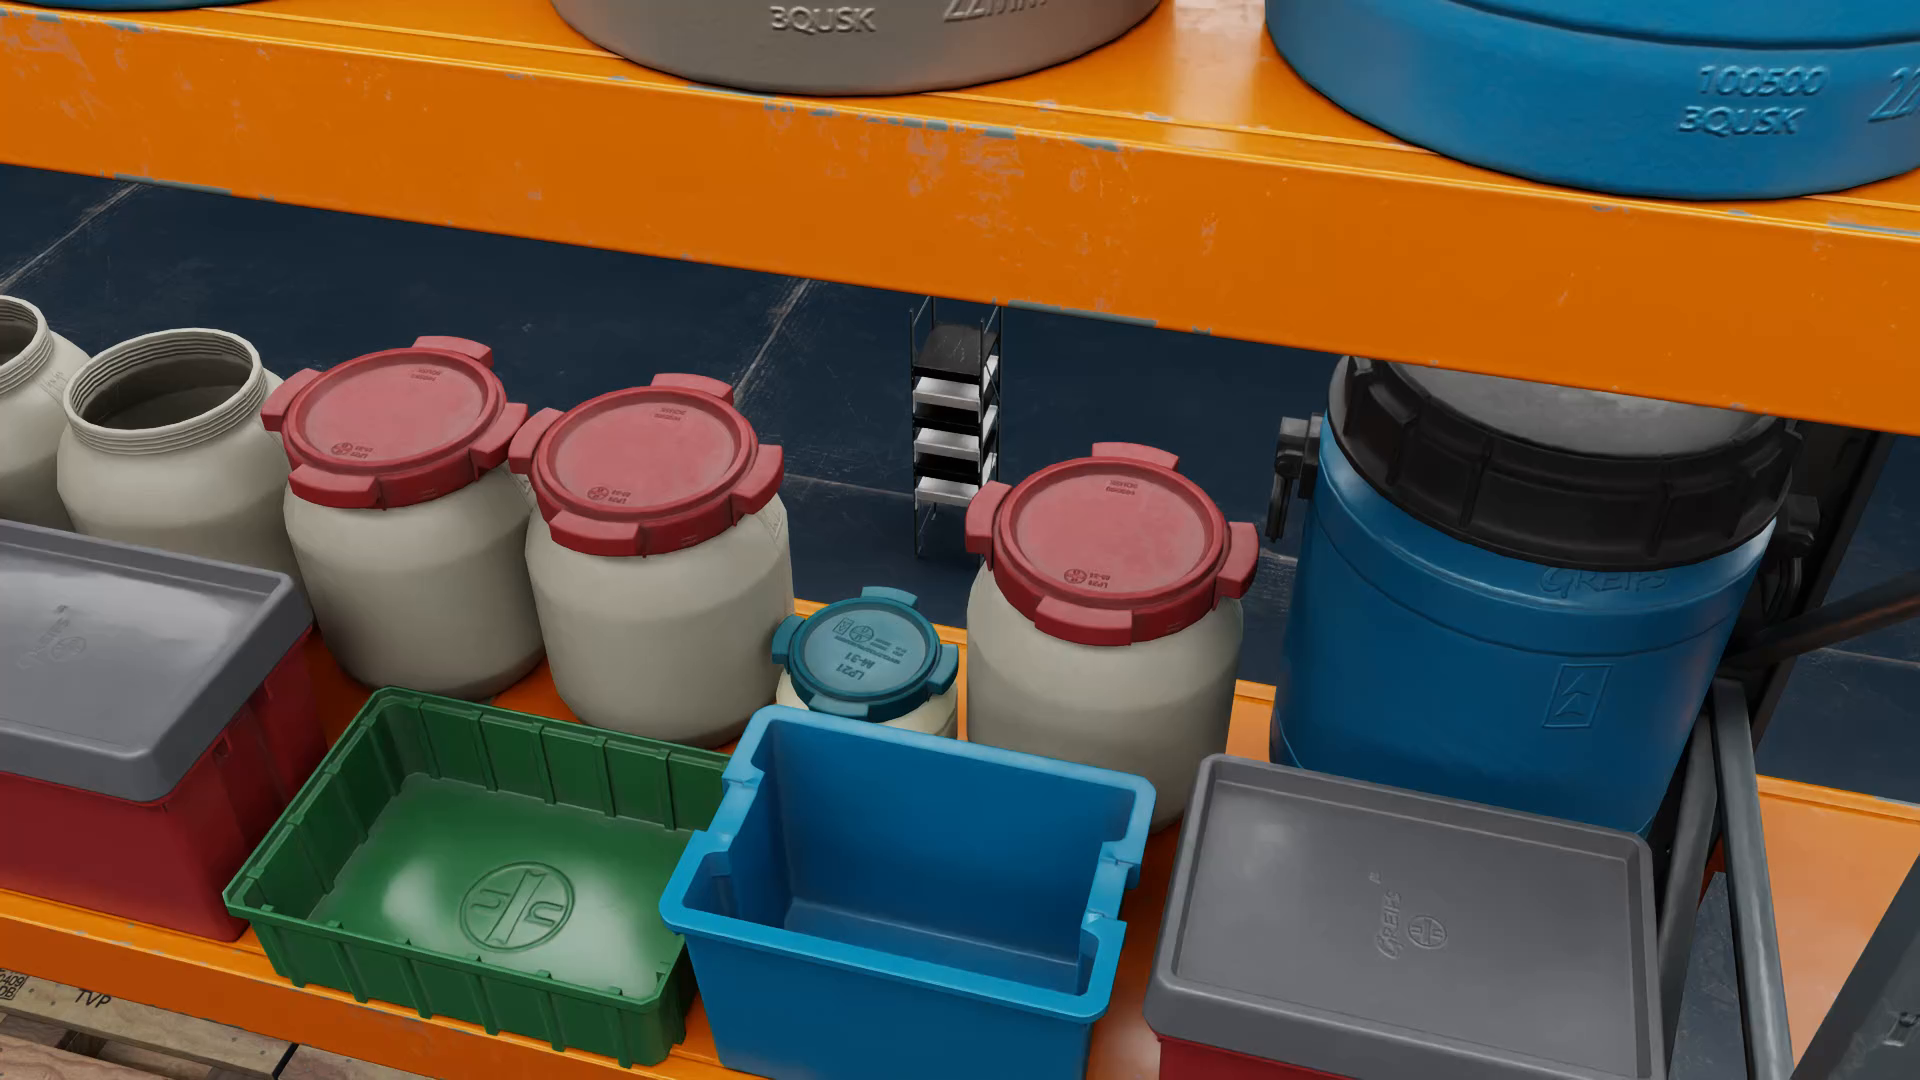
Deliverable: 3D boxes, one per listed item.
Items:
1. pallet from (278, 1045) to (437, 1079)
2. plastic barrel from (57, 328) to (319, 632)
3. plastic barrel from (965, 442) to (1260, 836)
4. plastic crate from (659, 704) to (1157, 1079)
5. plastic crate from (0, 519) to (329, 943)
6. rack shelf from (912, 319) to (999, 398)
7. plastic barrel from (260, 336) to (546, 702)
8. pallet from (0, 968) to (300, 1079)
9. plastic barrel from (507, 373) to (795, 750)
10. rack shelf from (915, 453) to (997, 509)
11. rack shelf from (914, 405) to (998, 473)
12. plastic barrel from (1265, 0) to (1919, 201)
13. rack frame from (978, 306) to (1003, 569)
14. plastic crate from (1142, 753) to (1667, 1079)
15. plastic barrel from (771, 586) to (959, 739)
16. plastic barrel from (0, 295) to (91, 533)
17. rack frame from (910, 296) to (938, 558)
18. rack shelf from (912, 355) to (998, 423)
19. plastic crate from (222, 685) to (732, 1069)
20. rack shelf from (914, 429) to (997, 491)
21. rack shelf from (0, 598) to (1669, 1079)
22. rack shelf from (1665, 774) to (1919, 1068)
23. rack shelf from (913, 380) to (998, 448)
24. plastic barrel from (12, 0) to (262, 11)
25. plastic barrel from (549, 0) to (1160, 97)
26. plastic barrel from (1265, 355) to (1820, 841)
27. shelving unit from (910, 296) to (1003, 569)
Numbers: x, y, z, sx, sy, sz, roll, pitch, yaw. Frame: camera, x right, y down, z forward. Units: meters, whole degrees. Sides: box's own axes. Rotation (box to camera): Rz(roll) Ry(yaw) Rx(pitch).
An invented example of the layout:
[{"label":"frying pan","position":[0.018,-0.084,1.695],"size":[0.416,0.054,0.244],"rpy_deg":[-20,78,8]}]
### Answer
[{"label":"pallet","position":[-0.862,1.288,3.552],"size":[1.213,0.211,1.003],"rpy_deg":[10,41,11]},{"label":"plastic barrel","position":[-1.320,-0.071,2.915],"size":[0.421,0.512,0.421],"rpy_deg":[0,40,0]},{"label":"plastic barrel","position":[0.221,0.181,2.596],"size":[0.433,0.535,0.433],"rpy_deg":[0,40,0]},{"label":"plastic crate","position":[-0.058,0.545,2.282],"size":[0.575,0.384,0.392],"rpy_deg":[10,41,11]},{"label":"plastic crate","position":[-1.294,0.298,2.513],"size":[0.583,0.464,0.402],"rpy_deg":[10,41,11]},{"label":"rack shelf","position":[-0.008,-0.527,4.810],"size":[0.200,0.077,0.258],"rpy_deg":[10,41,11]},{"label":"plastic barrel","position":[-0.906,-0.013,2.827],"size":[0.433,0.535,0.433],"rpy_deg":[0,40,0]},{"label":"pallet","position":[-2.037,1.084,3.795],"size":[1.213,0.211,1.003],"rpy_deg":[10,41,11]},{"label":"plastic barrel","position":[-0.488,0.059,2.741],"size":[0.433,0.535,0.433],"rpy_deg":[0,40,0]},{"label":"rack shelf","position":[-0.008,-0.183,5.099],"size":[0.200,0.077,0.258],"rpy_deg":[10,41,11]},{"label":"rack shelf","position":[-0.008,-0.320,4.984],"size":[0.200,0.077,0.258],"rpy_deg":[10,41,11]},{"label":"plastic barrel","position":[0.541,-0.762,1.103],"size":[0.708,0.901,0.600],"rpy_deg":[10,41,11]},{"label":"rack frame","position":[0.090,-0.329,4.942],"size":[0.006,0.900,0.240],"rpy_deg":[10,41,11]},{"label":"plastic crate","position":[0.542,0.614,2.137],"size":[0.583,0.464,0.402],"rpy_deg":[10,41,11]},{"label":"plastic barrel","position":[-0.150,0.266,2.708],"size":[0.301,0.262,0.301],"rpy_deg":[0,40,0]},{"label":"plastic barrel","position":[-1.727,-0.141,2.999],"size":[0.421,0.512,0.421],"rpy_deg":[0,40,0]},{"label":"rack frame","position":[-0.106,-0.363,4.982],"size":[0.006,0.900,0.240],"rpy_deg":[10,41,11]},{"label":"rack shelf","position":[-0.008,-0.458,4.868],"size":[0.200,0.077,0.258],"rpy_deg":[10,41,11]},{"label":"plastic crate","position":[-0.667,0.496,2.492],"size":[0.662,0.188,0.450],"rpy_deg":[10,41,11]},{"label":"rack shelf","position":[-0.008,-0.252,5.042],"size":[0.200,0.077,0.258],"rpy_deg":[10,41,11]},{"label":"rack shelf","position":[-0.844,0.472,2.916],"size":[4.000,0.370,1.077],"rpy_deg":[10,41,11]},{"label":"rack shelf","position":[3.021,1.136,2.124],"size":[4.000,0.370,1.077],"rpy_deg":[10,41,11]},{"label":"rack shelf","position":[-0.008,-0.389,4.926],"size":[0.200,0.077,0.258],"rpy_deg":[10,41,11]},{"label":"plastic barrel","position":[-0.722,-0.979,1.361],"size":[0.708,0.901,0.600],"rpy_deg":[10,41,11]},{"label":"plastic barrel","position":[-0.091,-0.871,1.232],"size":[0.600,0.901,0.600],"rpy_deg":[0,40,0]},{"label":"plastic barrel","position":[0.794,0.084,2.428],"size":[0.708,0.901,0.600],"rpy_deg":[10,41,11]},{"label":"shelving unit","position":[-0.008,-0.346,4.962],"size":[0.210,0.900,0.258],"rpy_deg":[10,41,11]}]
